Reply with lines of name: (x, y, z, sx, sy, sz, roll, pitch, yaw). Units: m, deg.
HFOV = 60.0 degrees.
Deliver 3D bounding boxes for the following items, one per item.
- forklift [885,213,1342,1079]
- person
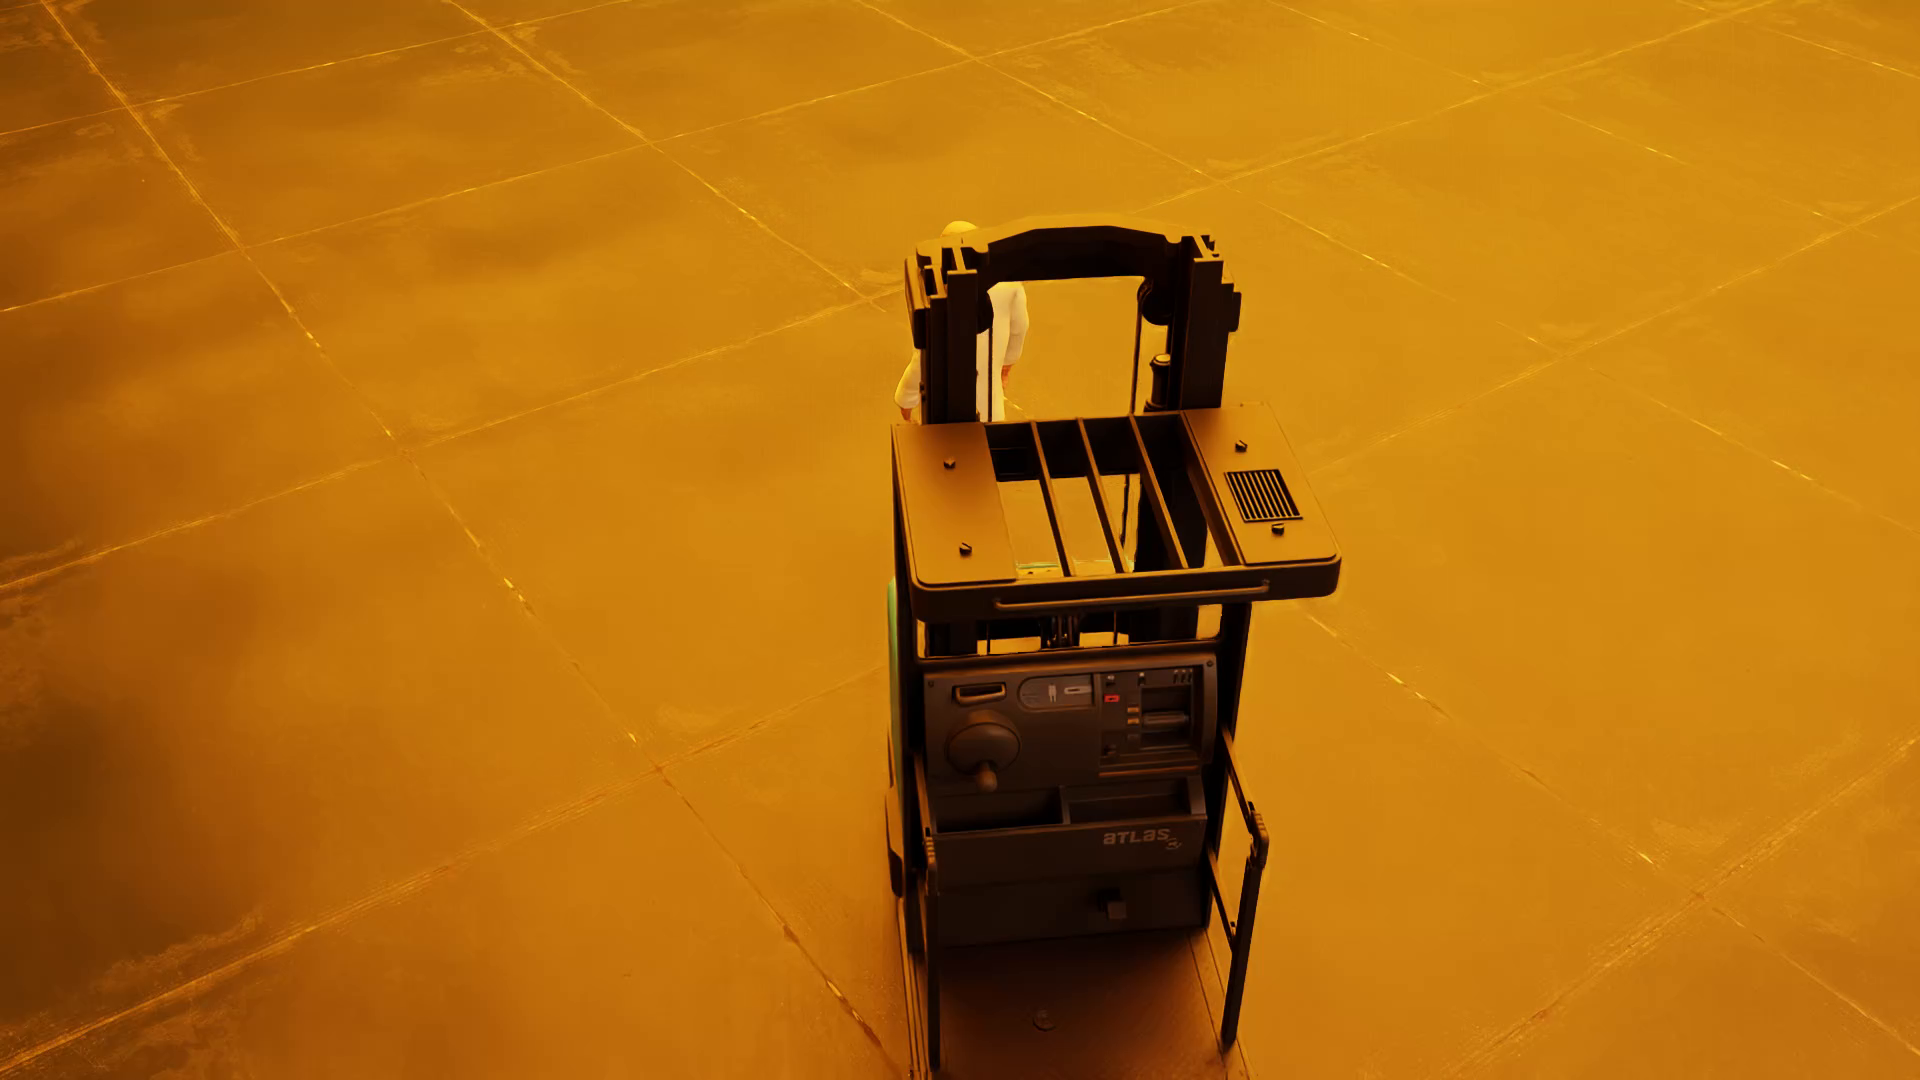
forklift: (0.377, 0.643, 5.076, 1.130, 2.935, 3.031, -4, 37, -5)
person: (-0.049, -0.766, 7.939, 0.695, 1.777, 0.578, -23, 42, -28)
